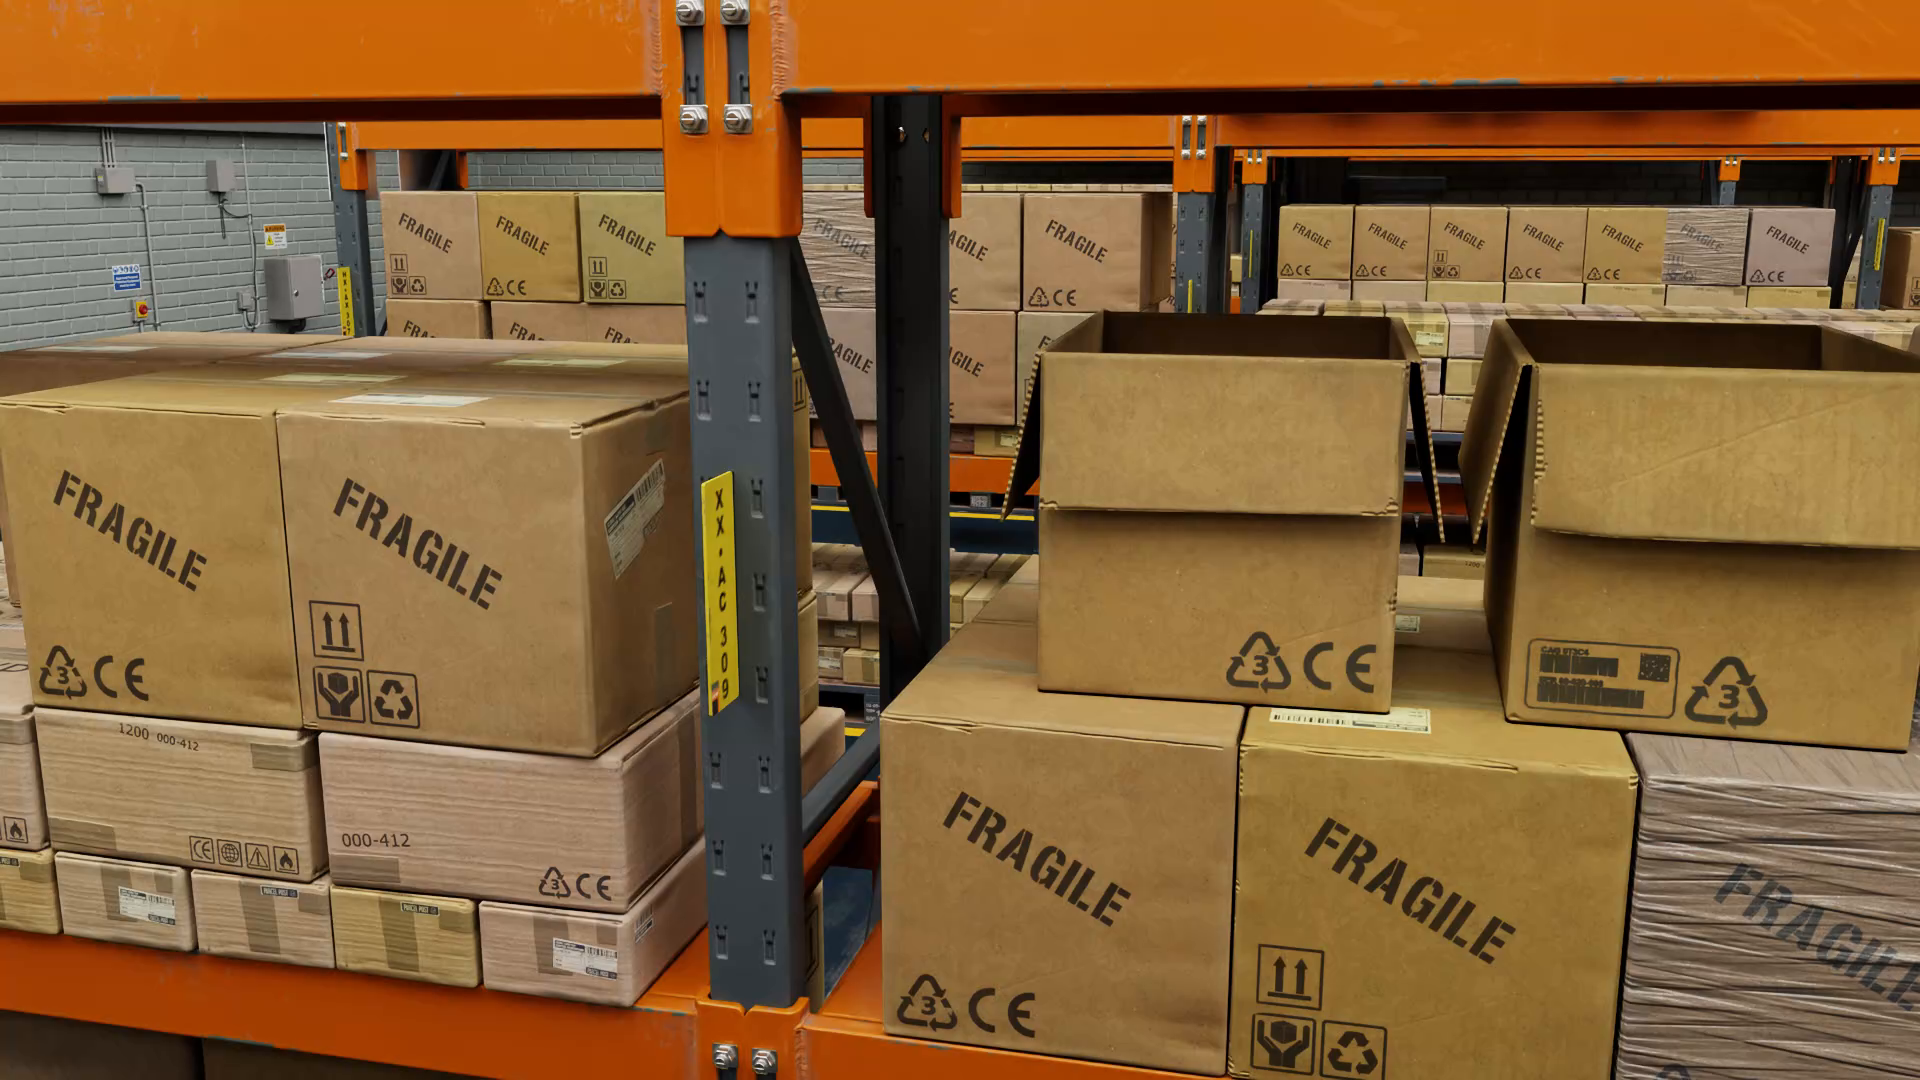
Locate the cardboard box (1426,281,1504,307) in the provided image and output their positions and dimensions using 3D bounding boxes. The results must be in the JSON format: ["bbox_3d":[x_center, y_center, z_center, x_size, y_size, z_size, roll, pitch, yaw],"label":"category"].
[{"bbox_3d":[3.532,-1.701,11.669,0.500,0.250,0.500,3,13,14],"label":"cardboard box"}]

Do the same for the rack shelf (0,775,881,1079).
[{"bbox_3d":[-2.140,0.666,3.469,4.000,0.370,1.077,3,13,14],"label":"rack shelf"}]

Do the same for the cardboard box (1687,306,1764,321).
[{"bbox_3d":[3.293,-0.917,7.180,0.250,0.149,0.380,3,13,15],"label":"cardboard box"}]

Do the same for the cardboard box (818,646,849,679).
[{"bbox_3d":[-0.616,0.537,7.999,0.250,0.149,0.380,3,13,15],"label":"cardboard box"}]

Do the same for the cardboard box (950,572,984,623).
[{"bbox_3d":[-0.054,0.267,7.844,0.250,0.149,0.380,3,13,15],"label":"cardboard box"}]

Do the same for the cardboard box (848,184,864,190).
[{"bbox_3d":[-0.673,-2.604,12.509,0.250,0.149,0.380,3,13,12],"label":"cardboard box"}]

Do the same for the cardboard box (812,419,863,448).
[{"bbox_3d":[-0.516,-0.530,7.778,0.250,0.149,0.380,3,13,13],"label":"cardboard box"}]

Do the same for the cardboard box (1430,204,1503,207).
[{"bbox_3d":[3.661,-2.176,12.079,0.500,0.500,0.500,3,13,15],"label":"cardboard box"}]

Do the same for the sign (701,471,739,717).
[{"bbox_3d":[-0.330,0.074,2.294,0.005,0.325,0.100,3,13,14],"label":"sign"}]

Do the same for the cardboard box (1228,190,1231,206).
[{"bbox_3d":[1.801,-2.468,11.897,0.250,0.149,0.380,3,13,12],"label":"cardboard box"}]

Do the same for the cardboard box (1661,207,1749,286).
[{"bbox_3d":[4.995,-1.992,11.246,0.500,0.500,0.500,3,13,15],"label":"cardboard box"}]

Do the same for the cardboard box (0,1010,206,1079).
[{"bbox_3d":[-1.694,1.153,3.548,0.875,0.875,0.875,3,13,14],"label":"cardboard box"}]

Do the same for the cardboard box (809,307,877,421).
[{"bbox_3d":[-0.436,-0.832,7.643,0.500,0.500,0.500,3,13,13],"label":"cardboard box"}]

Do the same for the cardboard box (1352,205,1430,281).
[{"bbox_3d":[3.035,-2.099,11.728,0.500,0.500,0.500,3,13,13],"label":"cardboard box"}]

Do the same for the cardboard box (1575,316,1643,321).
[{"bbox_3d":[2.616,-0.808,6.688,0.250,0.149,0.380,4,13,16],"label":"cardboard box"}]

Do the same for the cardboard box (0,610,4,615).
[{"bbox_3d":[-2.180,0.299,3.121,0.500,0.250,0.500,3,13,12],"label":"cardboard box"}]

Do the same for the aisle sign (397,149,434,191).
[{"bbox_3d":[-2.795,-2.163,8.556,0.004,0.787,0.394,3,13,14],"label":"aisle sign"}]

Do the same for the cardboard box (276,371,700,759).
[{"bbox_3d":[-0.709,0.013,2.680,0.500,0.500,0.500,3,13,15],"label":"cardboard box"}]

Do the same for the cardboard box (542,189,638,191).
[{"bbox_3d":[-1.800,-1.511,8.395,0.500,0.500,0.500,3,13,12],"label":"cardboard box"}]

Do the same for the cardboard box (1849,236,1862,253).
[{"bbox_3d":[8.256,-2.757,15.505,0.250,0.149,0.380,3,13,14],"label":"cardboard box"}]

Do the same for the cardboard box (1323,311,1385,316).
[{"bbox_3d":[1.632,-0.862,6.930,0.250,0.149,0.380,3,13,15],"label":"cardboard box"}]

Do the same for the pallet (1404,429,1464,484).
[{"bbox_3d":[1.795,-0.456,7.304,1.213,0.211,1.003,3,13,14],"label":"pallet"}]

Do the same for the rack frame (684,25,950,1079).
[{"bbox_3d":[-0.198,0.418,2.926,0.053,2.616,0.949,3,13,14],"label":"rack frame"}]

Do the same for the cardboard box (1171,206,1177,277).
[{"bbox_3d":[1.652,-2.169,12.045,0.500,0.500,0.500,3,13,13],"label":"cardboard box"}]

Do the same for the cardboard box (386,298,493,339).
[{"bbox_3d":[-2.426,-0.940,8.126,0.500,0.500,0.500,4,13,16],"label":"cardboard box"}]

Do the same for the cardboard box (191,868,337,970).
[{"bbox_3d":[-1.072,0.567,2.831,0.250,0.149,0.380,3,13,13],"label":"cardboard box"}]

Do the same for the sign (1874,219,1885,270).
[{"bbox_3d":[5.930,-1.906,10.728,0.005,0.325,0.100,3,13,14],"label":"sign"}]

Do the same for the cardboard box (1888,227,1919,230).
[{"bbox_3d":[6.567,-1.892,11.449,0.500,0.500,0.500,3,13,12],"label":"cardboard box"}]

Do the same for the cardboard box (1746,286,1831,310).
[{"bbox_3d":[5.528,-1.601,11.215,0.500,0.250,0.500,3,13,13],"label":"cardboard box"}]

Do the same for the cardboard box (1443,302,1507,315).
[{"bbox_3d":[2.291,-0.971,7.423,0.250,0.149,0.380,3,13,13],"label":"cardboard box"}]

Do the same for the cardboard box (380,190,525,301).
[{"bbox_3d":[-2.423,-1.430,8.028,0.500,0.500,0.500,3,13,13],"label":"cardboard box"}]

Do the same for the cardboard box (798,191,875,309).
[{"bbox_3d":[-0.430,-1.324,7.552,0.500,0.500,0.500,3,13,15],"label":"cardboard box"}]

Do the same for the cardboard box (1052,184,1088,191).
[{"bbox_3d":[0.829,-2.535,12.195,0.250,0.149,0.380,3,13,13],"label":"cardboard box"}]

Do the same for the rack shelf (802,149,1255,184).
[{"bbox_3d":[0.234,-2.883,12.537,4.000,0.370,1.077,3,13,14],"label":"rack shelf"}]

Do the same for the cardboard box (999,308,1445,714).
[{"bbox_3d":[0.424,-0.089,2.662,0.637,0.503,0.797,3,13,12],"label":"cardboard box"}]

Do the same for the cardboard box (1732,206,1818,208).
[{"bbox_3d":[5.639,-2.072,11.608,0.500,0.500,0.500,3,13,12],"label":"cardboard box"}]

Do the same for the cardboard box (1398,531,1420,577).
[{"bbox_3d":[1.742,0.124,7.321,0.500,0.250,0.500,2,13,11],"label":"cardboard box"}]

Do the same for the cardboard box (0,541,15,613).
[{"bbox_3d":[-2.055,0.187,3.625,0.500,0.250,0.500,3,13,14],"label":"cardboard box"}]

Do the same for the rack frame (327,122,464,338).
[{"bbox_3d":[-2.796,-0.827,8.536,0.127,3.000,1.000,3,13,14],"label":"rack frame"}]

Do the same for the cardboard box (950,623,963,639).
[{"bbox_3d":[-0.044,0.417,7.853,0.250,0.149,0.380,3,13,14],"label":"cardboard box"}]

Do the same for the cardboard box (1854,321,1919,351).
[{"bbox_3d":[3.628,-0.754,6.443,0.250,0.149,0.380,3,13,15],"label":"cardboard box"}]

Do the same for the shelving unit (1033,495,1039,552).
[{"bbox_3d":[0.083,-0.728,11.551,1.048,1.500,0.538,3,13,14],"label":"shelving unit"}]

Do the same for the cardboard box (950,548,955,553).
[{"bbox_3d":[-0.194,0.147,8.386,0.250,0.149,0.380,3,13,15],"label":"cardboard box"}]

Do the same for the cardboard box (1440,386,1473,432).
[{"bbox_3d":[2.116,-0.544,6.873,0.250,0.149,0.380,3,13,14],"label":"cardboard box"}]

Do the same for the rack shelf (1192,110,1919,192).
[{"bbox_3d":[3.030,-1.629,6.886,4.000,0.370,1.077,3,13,14],"label":"rack shelf"}]

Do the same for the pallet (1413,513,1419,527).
[{"bbox_3d":[2.943,-0.280,12.509,1.213,0.211,1.003,3,13,14],"label":"pallet"}]

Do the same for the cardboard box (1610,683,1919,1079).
[{"bbox_3d":[1.162,0.498,2.333,0.500,0.500,0.500,3,13,12],"label":"cardboard box"}]

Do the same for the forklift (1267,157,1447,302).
[{"bbox_3d":[3.337,-1.983,13.906,3.031,2.935,1.130,-3,13,-12],"label":"forklift"}]
